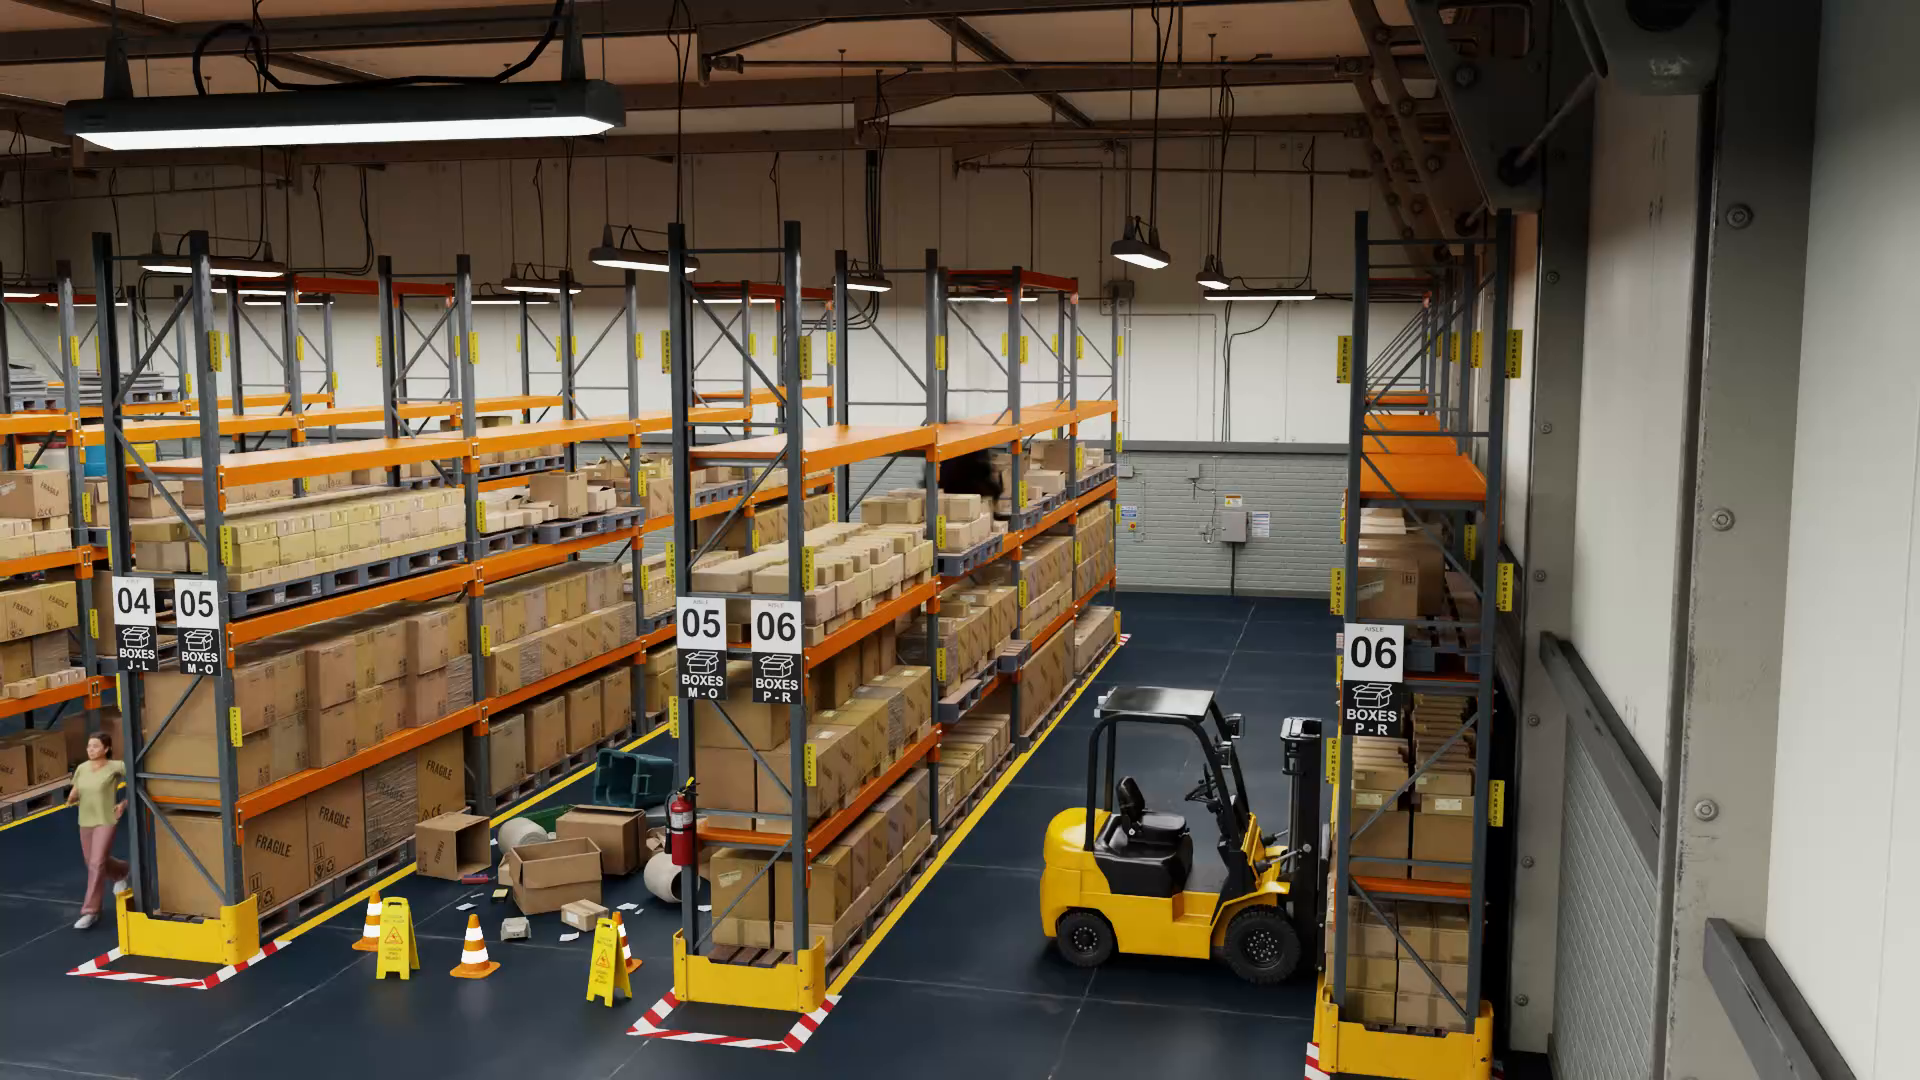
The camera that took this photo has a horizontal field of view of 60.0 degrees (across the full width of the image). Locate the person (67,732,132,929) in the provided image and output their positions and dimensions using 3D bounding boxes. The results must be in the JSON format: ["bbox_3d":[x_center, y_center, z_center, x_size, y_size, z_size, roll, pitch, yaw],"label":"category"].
[{"bbox_3d":[-7.642,2.531,14.789,0.582,1.623,0.939,1,7,6],"label":"person"}]
